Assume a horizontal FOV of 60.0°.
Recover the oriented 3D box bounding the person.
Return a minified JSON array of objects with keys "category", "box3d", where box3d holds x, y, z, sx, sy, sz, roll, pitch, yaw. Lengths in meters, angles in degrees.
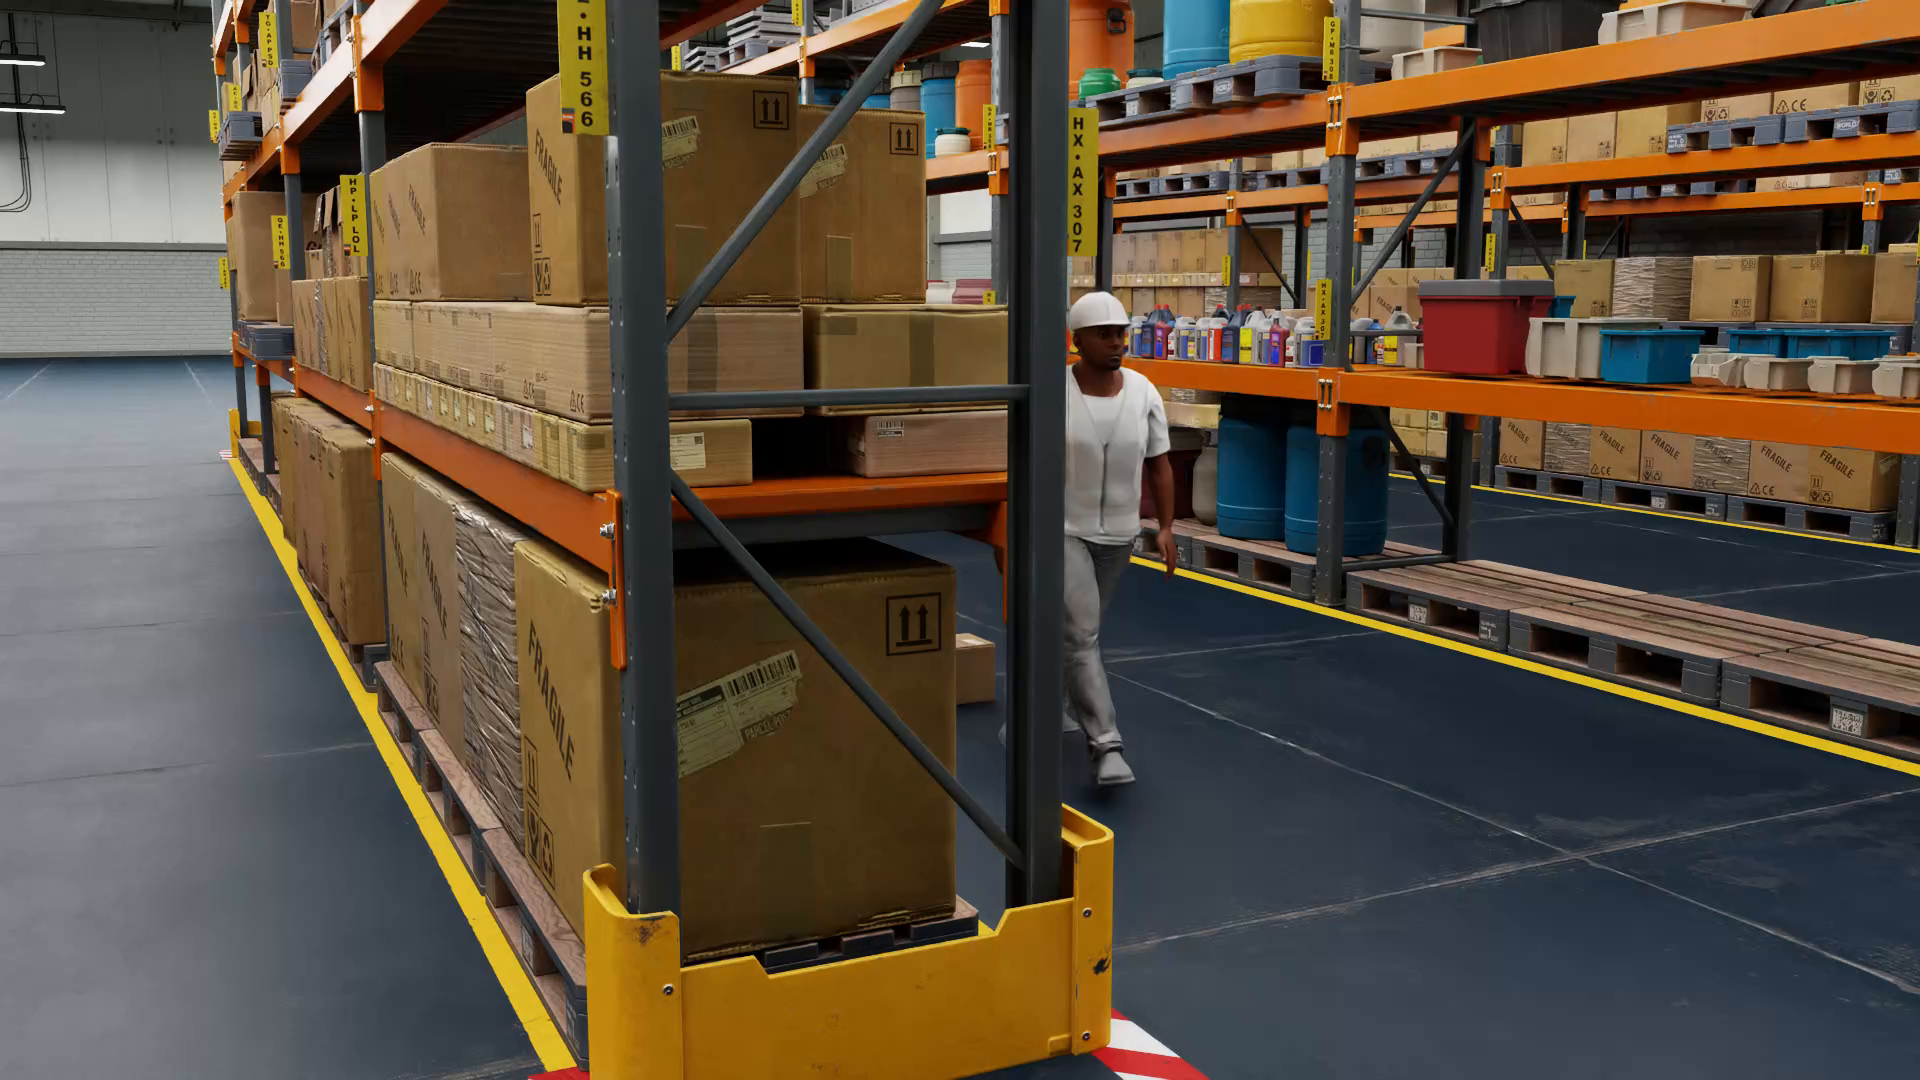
[{"category":"person","box3d":[0.491,-0.040,6.010,0.603,1.698,1.052,-4,9,-22]}]
